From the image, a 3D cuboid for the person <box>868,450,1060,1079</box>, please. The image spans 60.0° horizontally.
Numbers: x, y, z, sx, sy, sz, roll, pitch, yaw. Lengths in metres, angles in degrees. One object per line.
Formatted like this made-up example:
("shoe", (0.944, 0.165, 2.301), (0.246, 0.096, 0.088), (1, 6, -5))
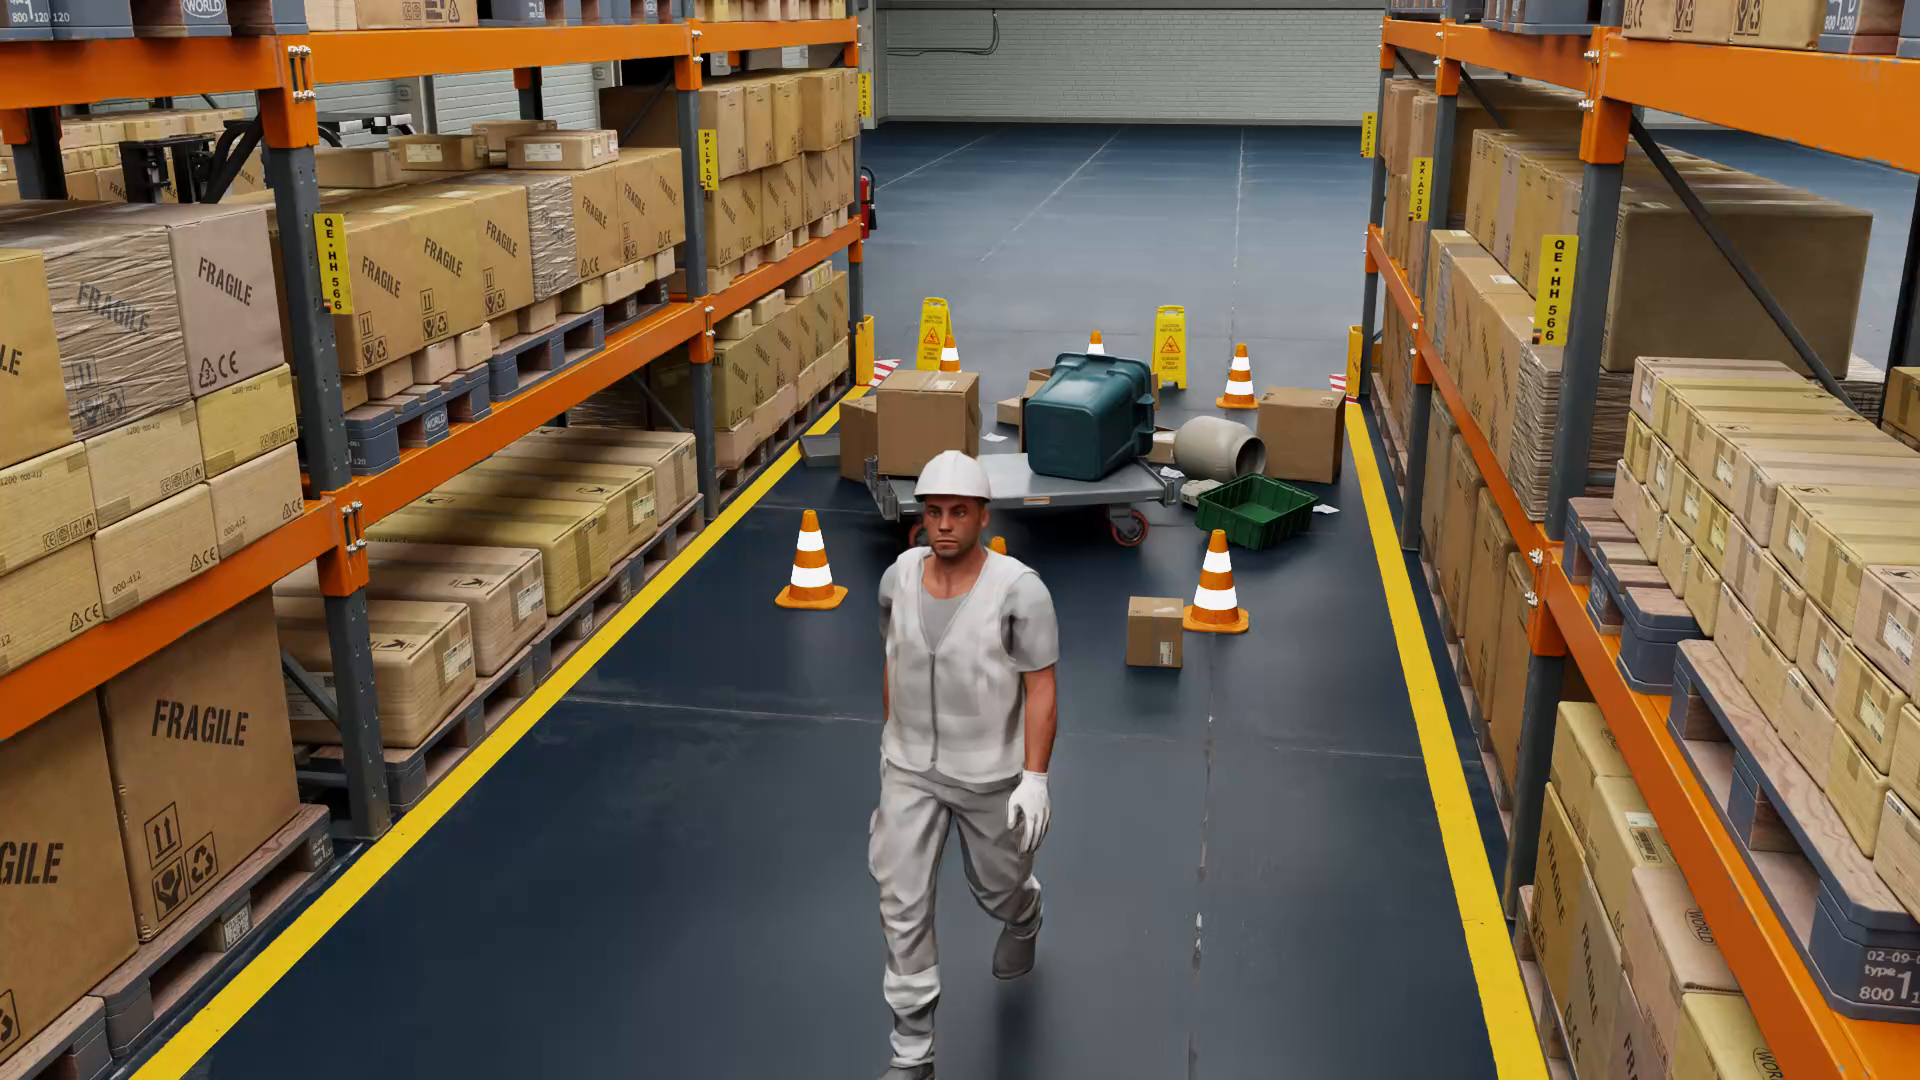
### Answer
("person", (0.009, 0.616, 4.573), (0.572, 1.756, 0.965), (6, 19, 19))
